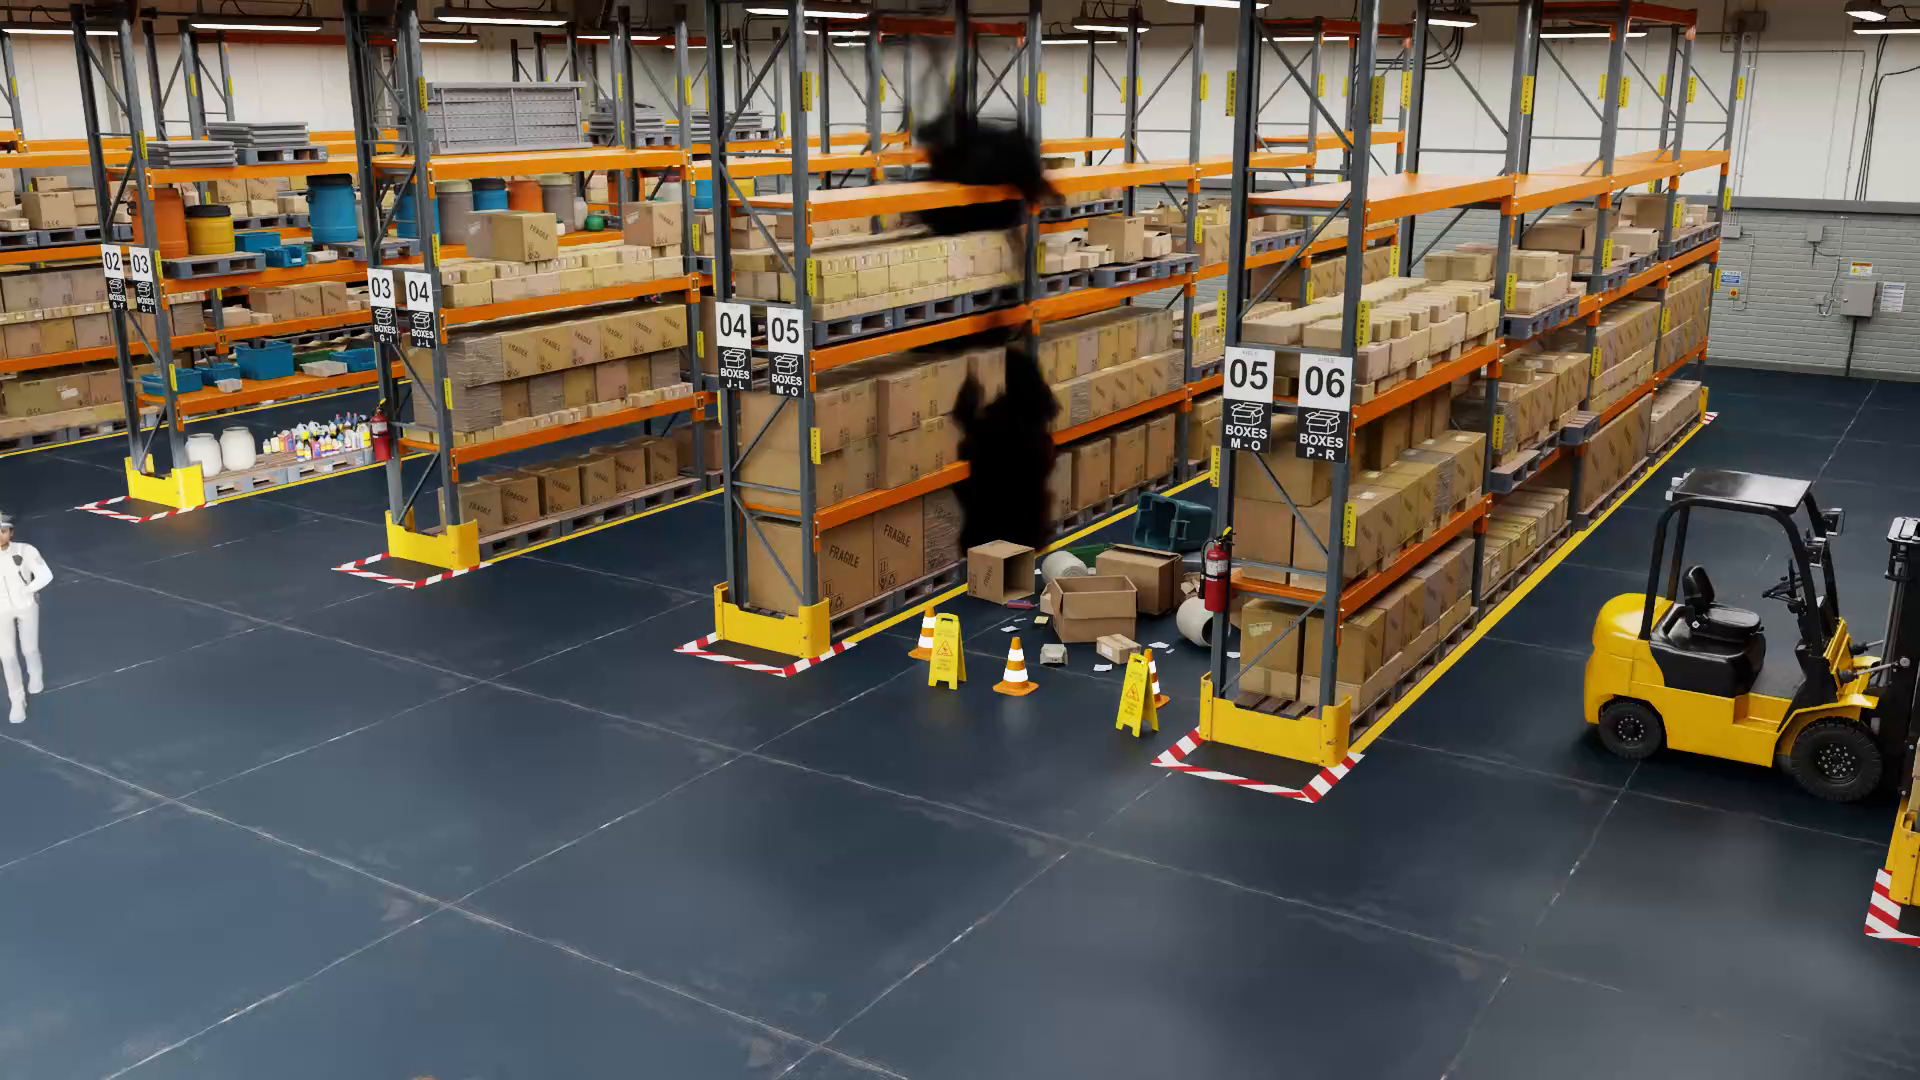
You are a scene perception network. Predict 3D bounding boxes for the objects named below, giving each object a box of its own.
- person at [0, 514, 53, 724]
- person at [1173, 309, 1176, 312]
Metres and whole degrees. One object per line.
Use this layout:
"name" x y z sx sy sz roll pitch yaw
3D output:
"person" -7.899 0.591 13.924 0.610 1.715 0.823 -7 17 -24
"person" 3.368 -2.855 26.476 0.516 1.635 0.677 10 19 33
